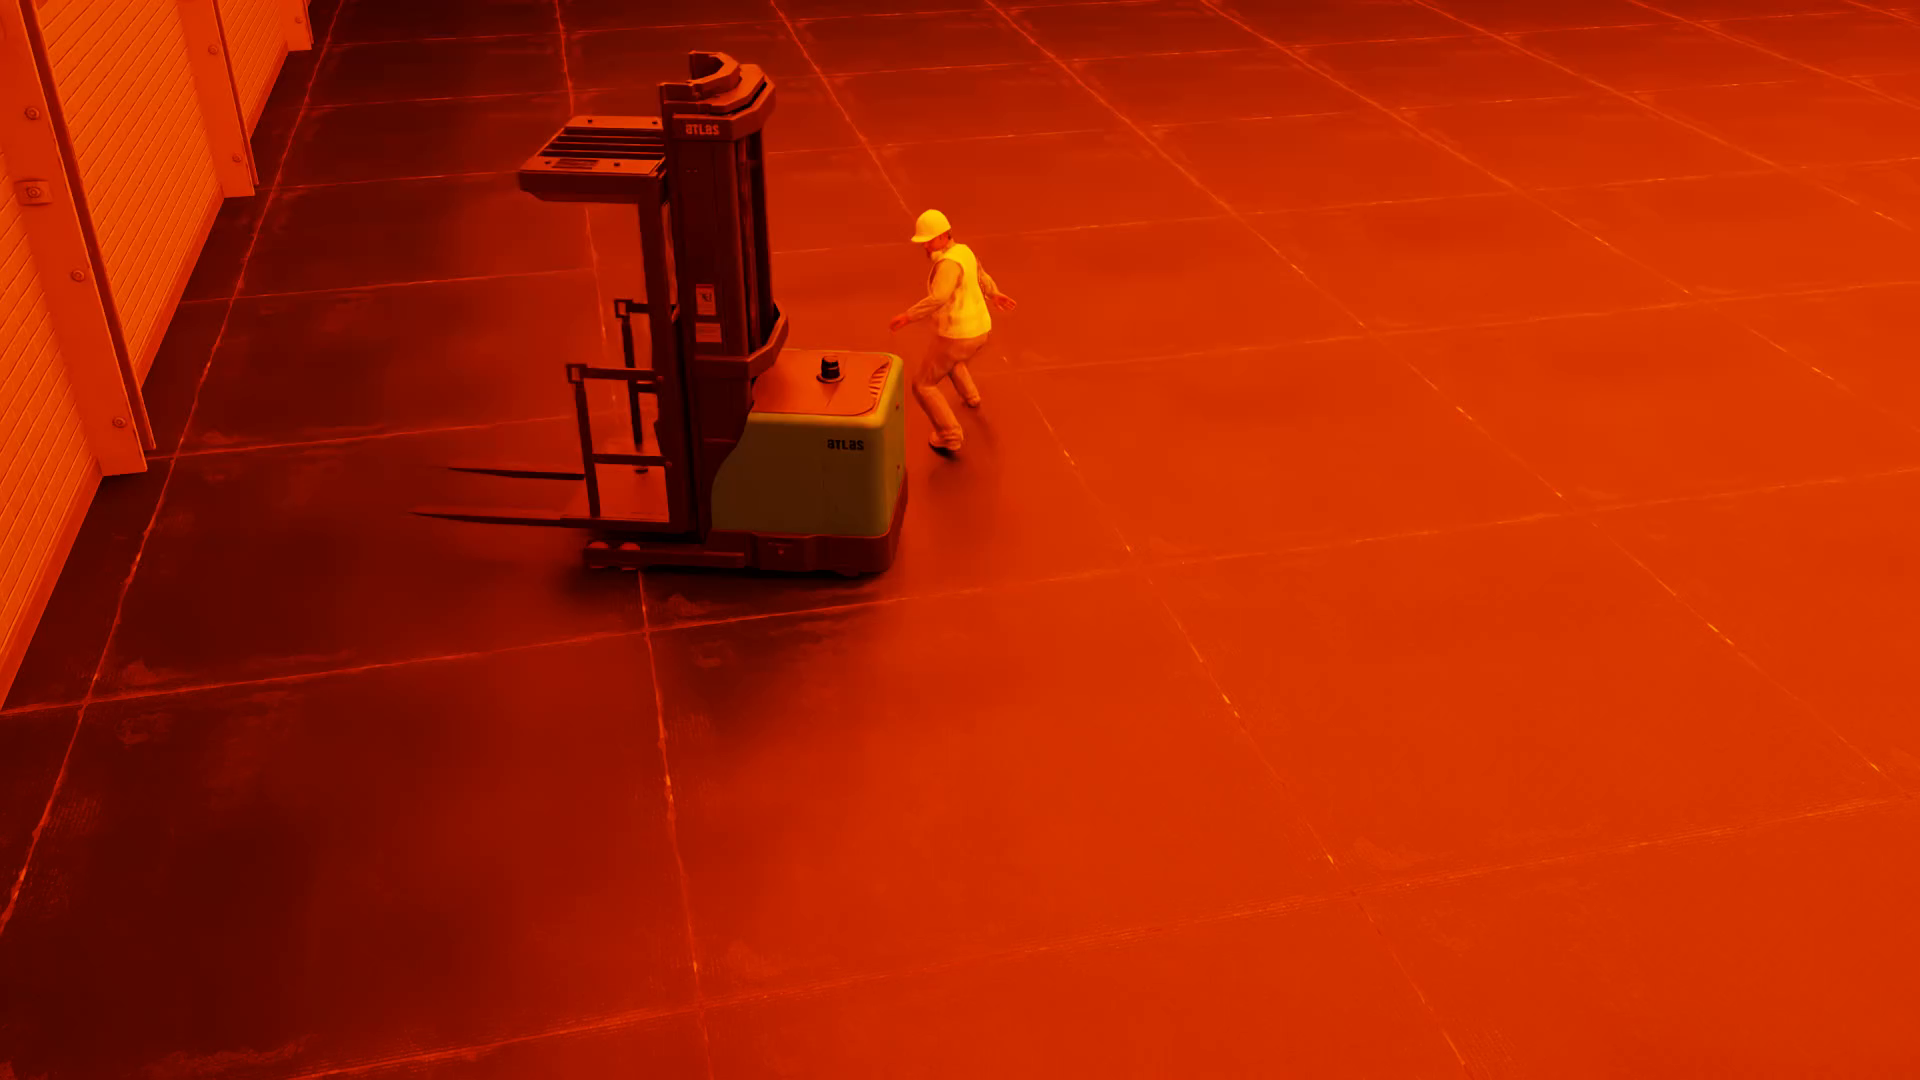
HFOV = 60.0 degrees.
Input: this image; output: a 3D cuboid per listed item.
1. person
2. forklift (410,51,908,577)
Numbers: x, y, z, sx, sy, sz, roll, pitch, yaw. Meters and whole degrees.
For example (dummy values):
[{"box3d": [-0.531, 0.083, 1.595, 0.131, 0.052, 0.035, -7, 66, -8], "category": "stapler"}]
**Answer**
[{"box3d": [-0.040, -1.457, 11.520, 0.571, 1.718, 1.023, 12, 32, 19], "category": "person"}, {"box3d": [-1.887, -1.342, 9.892, 3.031, 2.935, 1.130, 3, 30, 5], "category": "forklift"}]
